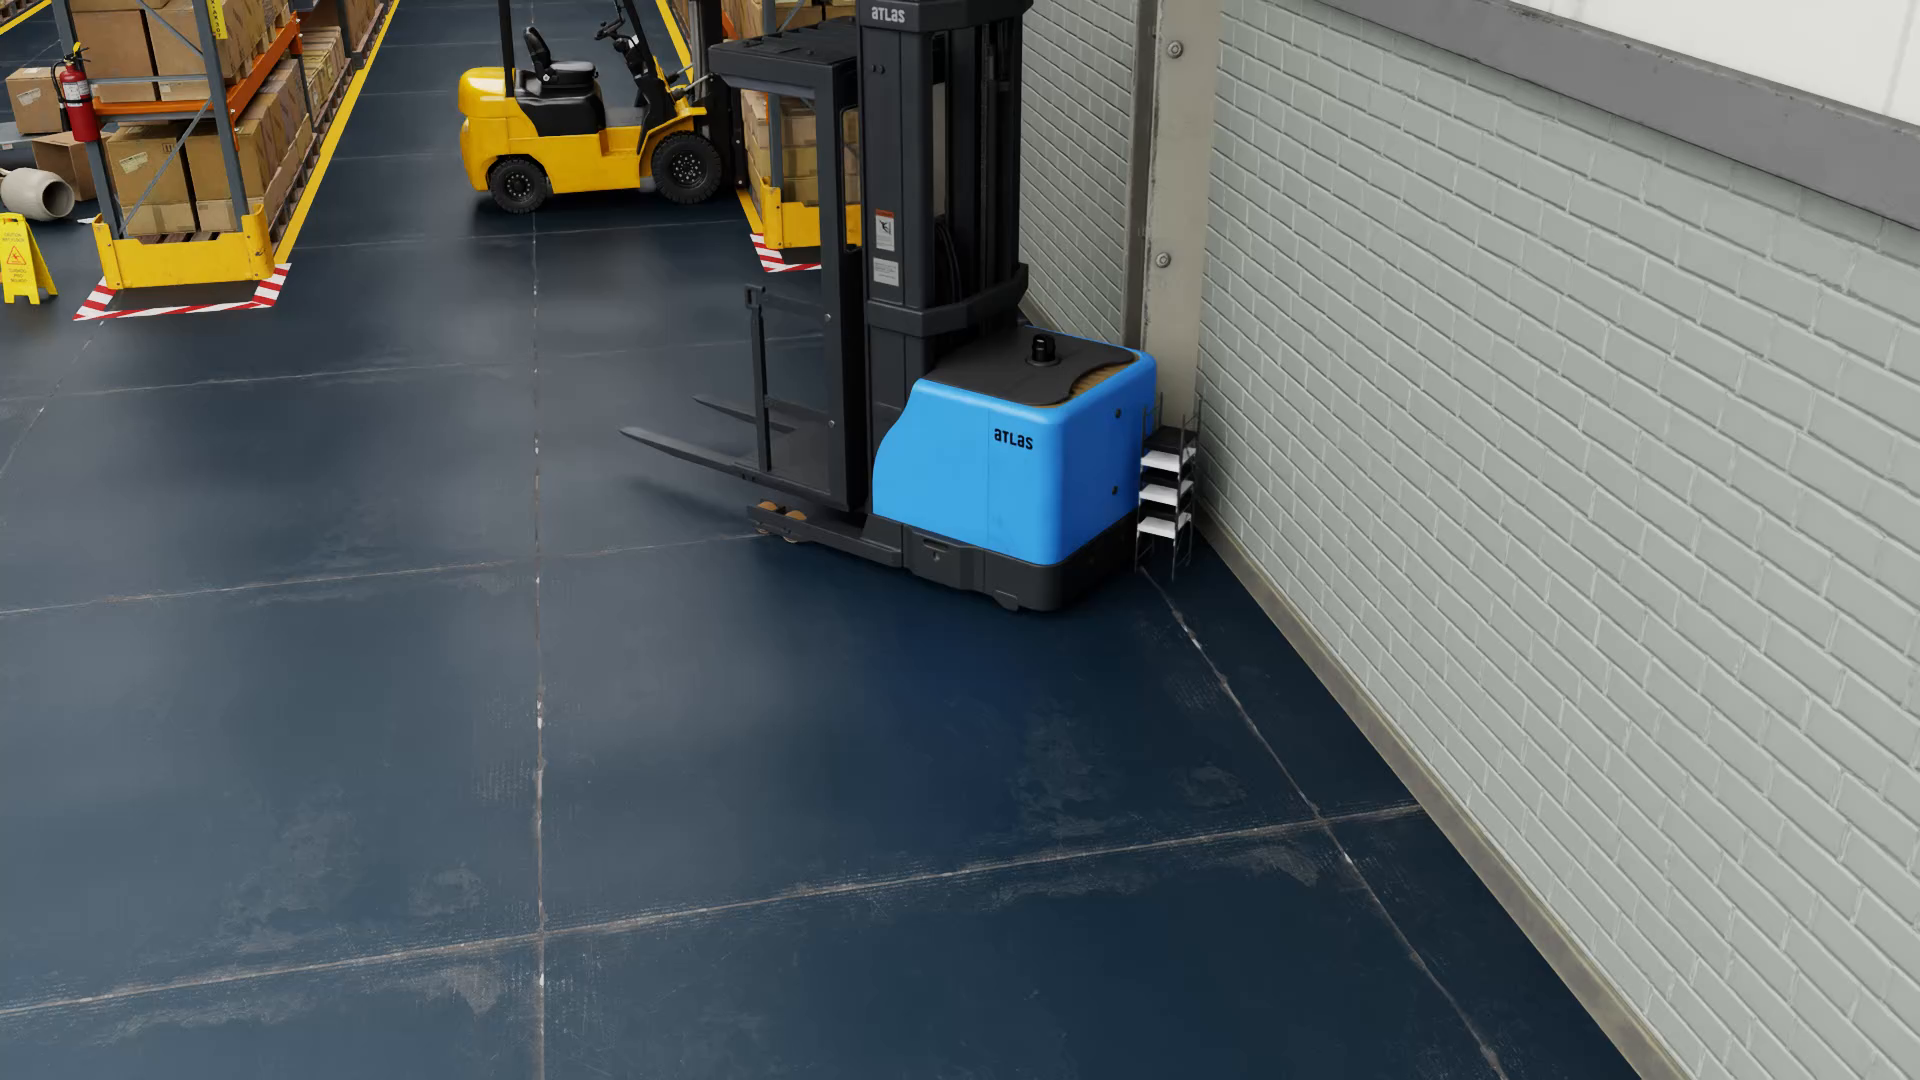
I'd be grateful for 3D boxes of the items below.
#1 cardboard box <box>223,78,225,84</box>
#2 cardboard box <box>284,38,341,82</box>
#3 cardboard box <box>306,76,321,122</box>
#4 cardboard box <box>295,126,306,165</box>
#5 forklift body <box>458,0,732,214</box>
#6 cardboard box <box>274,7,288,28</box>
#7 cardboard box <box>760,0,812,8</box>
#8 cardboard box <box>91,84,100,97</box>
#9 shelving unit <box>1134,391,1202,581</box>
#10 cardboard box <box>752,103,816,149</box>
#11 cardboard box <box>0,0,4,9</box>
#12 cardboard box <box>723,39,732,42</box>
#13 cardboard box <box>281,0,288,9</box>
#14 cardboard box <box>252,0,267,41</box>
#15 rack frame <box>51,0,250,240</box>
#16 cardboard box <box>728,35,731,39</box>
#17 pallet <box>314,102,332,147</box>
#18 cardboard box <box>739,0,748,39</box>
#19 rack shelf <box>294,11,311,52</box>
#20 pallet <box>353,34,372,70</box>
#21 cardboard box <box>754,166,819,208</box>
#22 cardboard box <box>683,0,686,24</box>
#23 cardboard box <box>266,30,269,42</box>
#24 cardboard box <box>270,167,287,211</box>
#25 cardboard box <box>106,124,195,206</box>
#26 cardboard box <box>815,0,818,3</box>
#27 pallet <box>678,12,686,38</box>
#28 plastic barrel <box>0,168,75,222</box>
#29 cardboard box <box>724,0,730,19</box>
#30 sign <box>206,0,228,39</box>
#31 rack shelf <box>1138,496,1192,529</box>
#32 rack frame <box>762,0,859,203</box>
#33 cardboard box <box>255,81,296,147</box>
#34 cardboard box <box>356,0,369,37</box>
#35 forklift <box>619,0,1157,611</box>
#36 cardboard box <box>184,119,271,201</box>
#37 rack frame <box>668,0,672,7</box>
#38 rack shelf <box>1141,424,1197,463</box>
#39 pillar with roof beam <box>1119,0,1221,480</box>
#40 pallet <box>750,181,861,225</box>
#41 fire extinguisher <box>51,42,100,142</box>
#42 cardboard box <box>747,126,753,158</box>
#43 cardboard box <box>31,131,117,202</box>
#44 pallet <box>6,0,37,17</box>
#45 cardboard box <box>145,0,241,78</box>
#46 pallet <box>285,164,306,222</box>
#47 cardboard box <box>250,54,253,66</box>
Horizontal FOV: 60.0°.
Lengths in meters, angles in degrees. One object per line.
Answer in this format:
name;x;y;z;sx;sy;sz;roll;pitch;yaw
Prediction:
cardboard box;-5.801;-3.482;12.598;0.380;0.149;0.250;-6;27;-11
cardboard box;-7.367;-5.268;18.309;0.950;0.372;0.625;-6;27;-13
cardboard box;-6.877;-4.315;16.420;0.950;0.372;0.625;-6;27;-11
cardboard box;-6.232;-3.565;15.070;0.500;0.250;0.500;-7;28;-13
forklift body;-3.225;-4.088;14.463;2.313;2.155;1.214;-6;27;-12
cardboard box;-6.325;-4.739;15.089;0.380;0.149;0.250;-5;27;-10
cardboard box;-1.371;-4.278;13.066;0.380;0.149;0.250;-6;27;-11
cardboard box;-6.313;-3.445;12.524;0.380;0.149;0.250;-6;27;-12
shelving unit;1.034;-0.265;8.276;0.210;0.900;0.258;14;30;25
cardboard box;-1.428;-3.397;13.627;0.500;0.250;0.500;-5;27;-10
cardboard box;-13.189;-7.259;22.501;0.380;0.149;0.250;-5;27;-10
cardboard box;-2.118;-4.738;16.284;0.500;0.250;0.500;-6;27;-12
cardboard box;-6.414;-5.078;15.040;0.500;0.500;0.500;-7;28;-13
cardboard box;-6.050;-4.401;13.699;0.500;0.500;0.500;-7;28;-13
rack frame;-5.855;-3.314;11.987;1.000;3.000;0.127;-6;27;-12
cardboard box;-2.050;-4.931;17.360;0.875;0.625;0.625;-5;27;-9
pallet;-6.934;-4.167;16.772;1.003;0.211;1.213;-6;27;-12
cardboard box;-1.611;-4.508;14.241;0.500;0.500;0.500;-6;27;-13
rack shelf;-7.208;-5.627;17.368;1.077;0.370;4.000;-6;27;-12
pallet;-7.763;-5.935;20.275;1.003;0.211;1.213;-6;27;-12
cardboard box;-1.434;-2.954;13.859;0.500;0.250;0.500;-6;27;-11
cardboard box;-3.351;-7.018;21.633;0.500;0.500;0.500;-5;27;-9
cardboard box;-6.127;-4.287;14.193;0.380;0.149;0.250;-6;27;-13
cardboard box;-5.875;-2.881;13.715;0.500;0.250;0.500;-5;27;-10
cardboard box;-6.290;-2.934;12.988;0.500;0.500;0.500;-6;27;-11
cardboard box;-1.000;-4.337;13.902;0.500;0.500;0.500;-5;27;-10
pallet;-3.226;-6.953;22.292;1.003;0.211;1.213;-6;27;-12
plastic barrel;-7.796;-2.917;14.060;0.512;0.421;0.421;13;30;24
cardboard box;-1.943;-5.172;15.558;0.500;0.500;0.500;-5;27;-11
sign;-5.327;-3.756;11.902;0.100;0.325;0.005;-6;27;-12
rack shelf;1.034;-0.155;8.332;0.200;0.077;0.258;14;30;25
rack frame;-1.020;-3.820;12.989;1.000;3.000;0.127;-6;27;-12
cardboard box;-6.130;-3.686;14.476;0.500;0.500;0.500;-5;27;-9
cardboard box;-7.930;-6.769;20.724;0.875;0.875;0.875;-6;27;-11
forklift;-0.515;-1.470;8.410;3.031;2.935;1.130;17;32;31
cardboard box;-5.774;-3.002;13.121;0.500;0.500;0.500;-7;28;-13
rack frame;-3.725;-9.088;23.426;1.000;3.000;0.127;-6;27;-12
rack shelf;1.034;-0.476;8.170;0.200;0.077;0.258;14;30;25
pillar with roof beam;-3.141;-3.824;6.340;9.100;9.000;0.400;-6;27;-12
pallet;-1.233;-2.907;14.274;1.003;0.211;1.213;-6;27;-12
fire extinguisher;-6.279;-3.183;11.813;0.296;0.674;0.183;-6;27;-12
cardboard box;-1.537;-3.406;14.200;0.500;0.250;0.500;-6;27;-12
cardboard box;-7.841;-3.347;14.823;0.500;0.500;0.500;13;30;24
pallet;-13.824;-7.618;23.609;1.003;0.211;1.213;-6;27;-12
cardboard box;-5.692;-3.728;12.366;0.500;0.500;0.500;-6;27;-12
pallet;-6.293;-2.998;14.455;1.003;0.211;1.213;-6;27;-12
cardboard box;-5.885;-3.833;13.293;0.380;0.149;0.250;-5;27;-10
